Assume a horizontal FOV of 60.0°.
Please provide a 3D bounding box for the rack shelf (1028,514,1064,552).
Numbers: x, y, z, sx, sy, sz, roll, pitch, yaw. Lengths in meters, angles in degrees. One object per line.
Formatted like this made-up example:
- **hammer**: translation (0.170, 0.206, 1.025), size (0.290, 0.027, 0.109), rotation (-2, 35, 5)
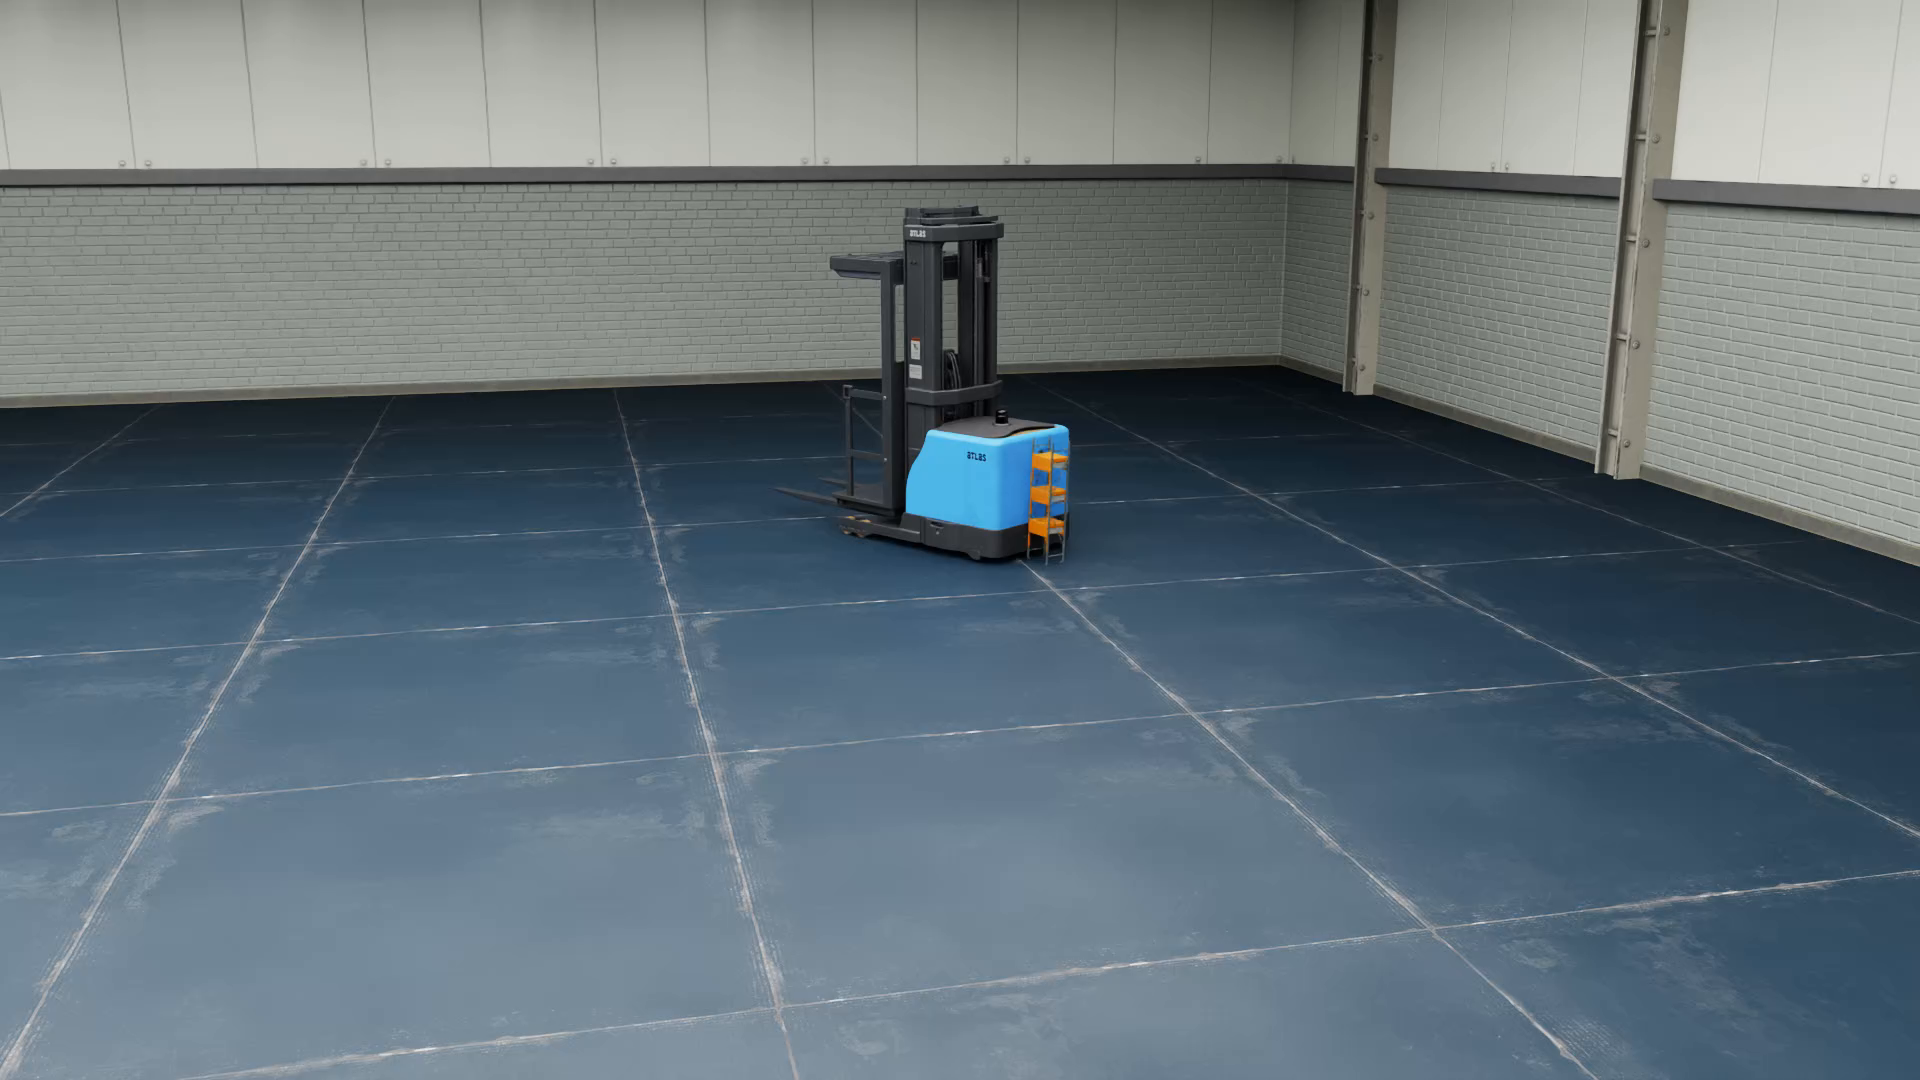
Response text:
- **rack shelf**: translation (0.738, -0.056, 14.133), size (0.215, 0.259, 0.240), rotation (-9, 18, -38)

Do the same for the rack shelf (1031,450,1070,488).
- **rack shelf**: translation (0.759, -0.600, 13.993), size (0.215, 0.259, 0.240), rotation (-9, 18, -38)

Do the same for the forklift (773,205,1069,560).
- **forklift**: translation (-0.466, -1.524, 14.991), size (3.031, 2.935, 1.130), rotation (12, 18, 41)

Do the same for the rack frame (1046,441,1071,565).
- **rack frame**: translation (0.824, -0.309, 13.969), size (0.200, 1.050, 0.008), rotation (-9, 18, -38)

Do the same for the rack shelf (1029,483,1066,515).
- **rack shelf**: translation (0.748, -0.325, 14.063), size (0.215, 0.259, 0.240), rotation (-9, 18, -38)

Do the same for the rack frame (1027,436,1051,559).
- **rack frame**: translation (0.673, -0.362, 14.153), size (0.200, 1.050, 0.008), rotation (-9, 18, -38)

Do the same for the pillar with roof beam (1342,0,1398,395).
- **pillar with roof beam**: translation (1.432, -6.208, 21.377), size (9.100, 9.000, 0.400), rotation (-3, 14, -13)

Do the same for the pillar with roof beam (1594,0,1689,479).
- **pillar with roof beam**: translation (2.841, -4.824, 15.711), size (9.100, 9.000, 0.400), rotation (-3, 14, -13)

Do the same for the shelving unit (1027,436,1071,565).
- **shelving unit**: translation (0.748, -0.335, 14.061), size (0.215, 1.050, 0.252), rotation (-9, 18, -38)
